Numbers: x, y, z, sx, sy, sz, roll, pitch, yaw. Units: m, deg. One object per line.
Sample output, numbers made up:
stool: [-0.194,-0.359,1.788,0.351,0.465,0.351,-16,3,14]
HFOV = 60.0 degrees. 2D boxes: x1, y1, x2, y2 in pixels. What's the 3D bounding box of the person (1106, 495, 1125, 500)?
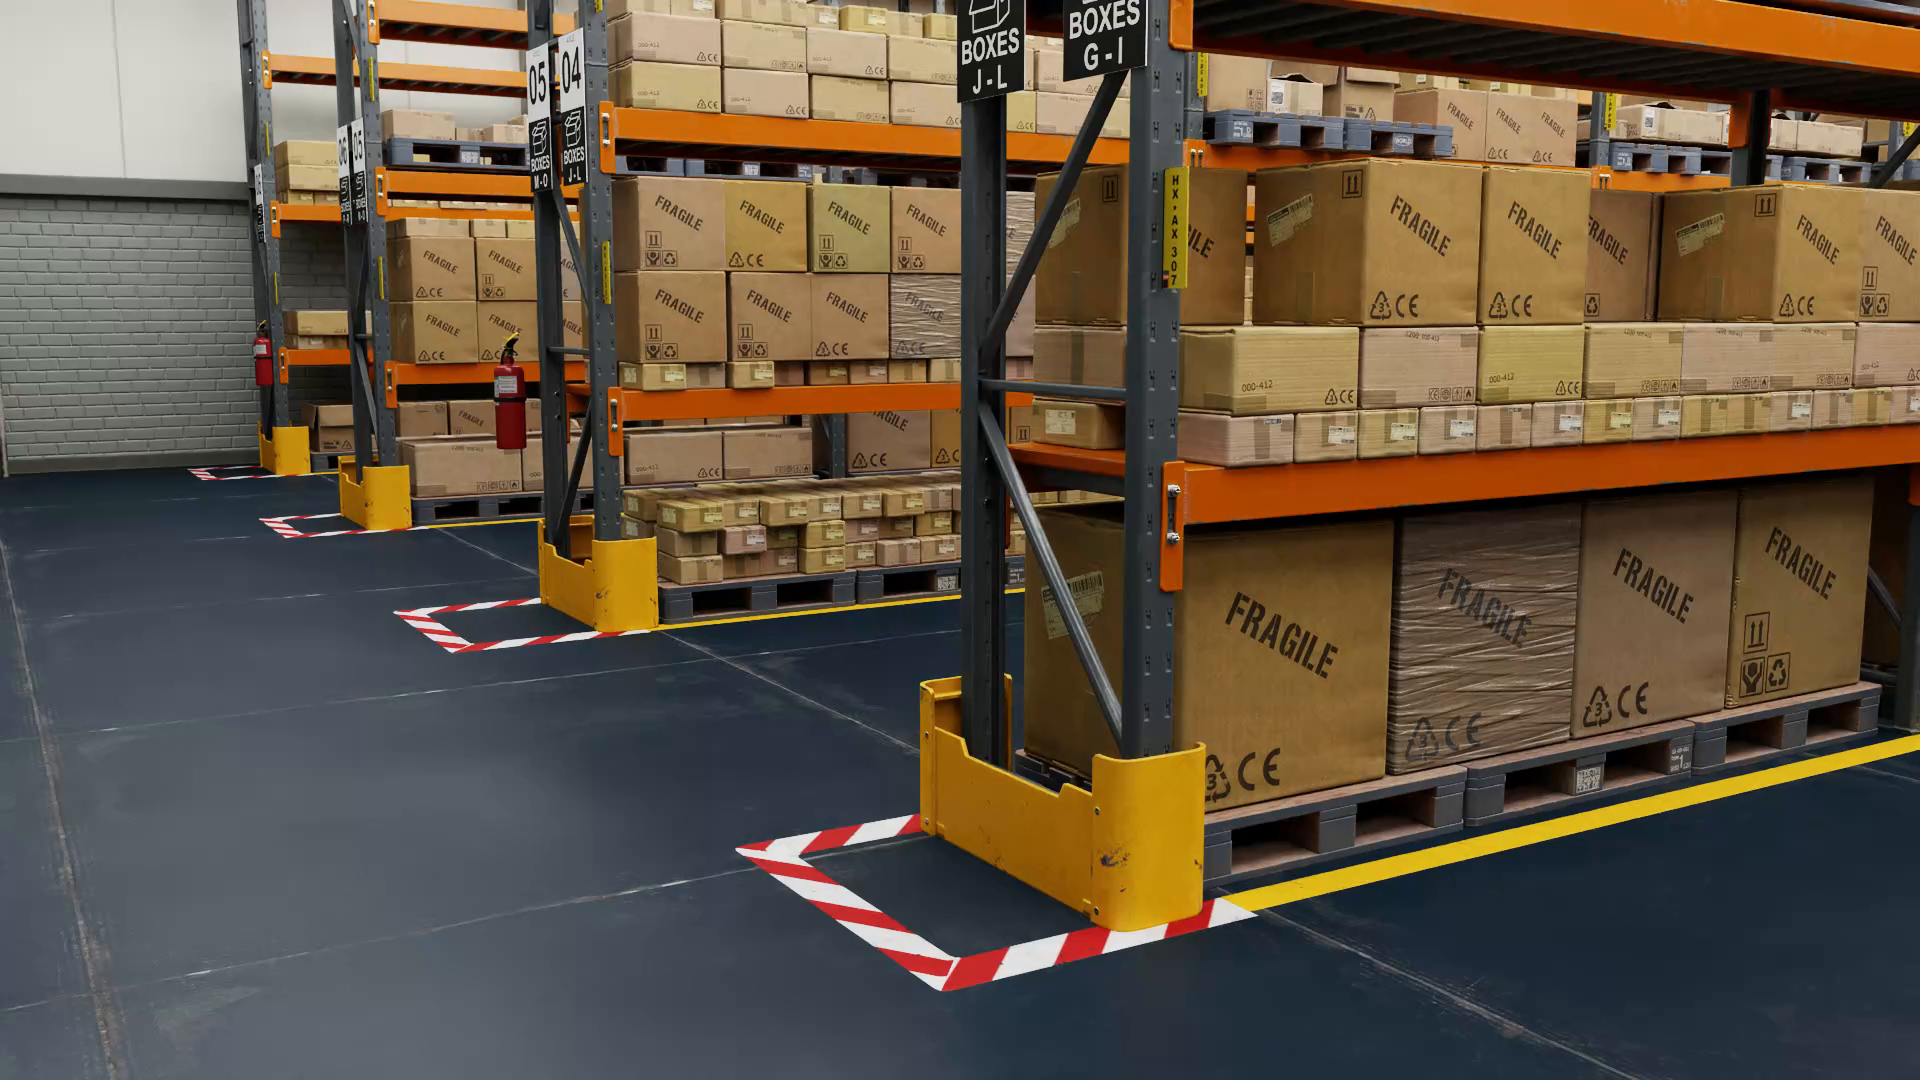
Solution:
person: [0.908,-0.174,7.401,0.471,1.788,0.679,8,11,44]
